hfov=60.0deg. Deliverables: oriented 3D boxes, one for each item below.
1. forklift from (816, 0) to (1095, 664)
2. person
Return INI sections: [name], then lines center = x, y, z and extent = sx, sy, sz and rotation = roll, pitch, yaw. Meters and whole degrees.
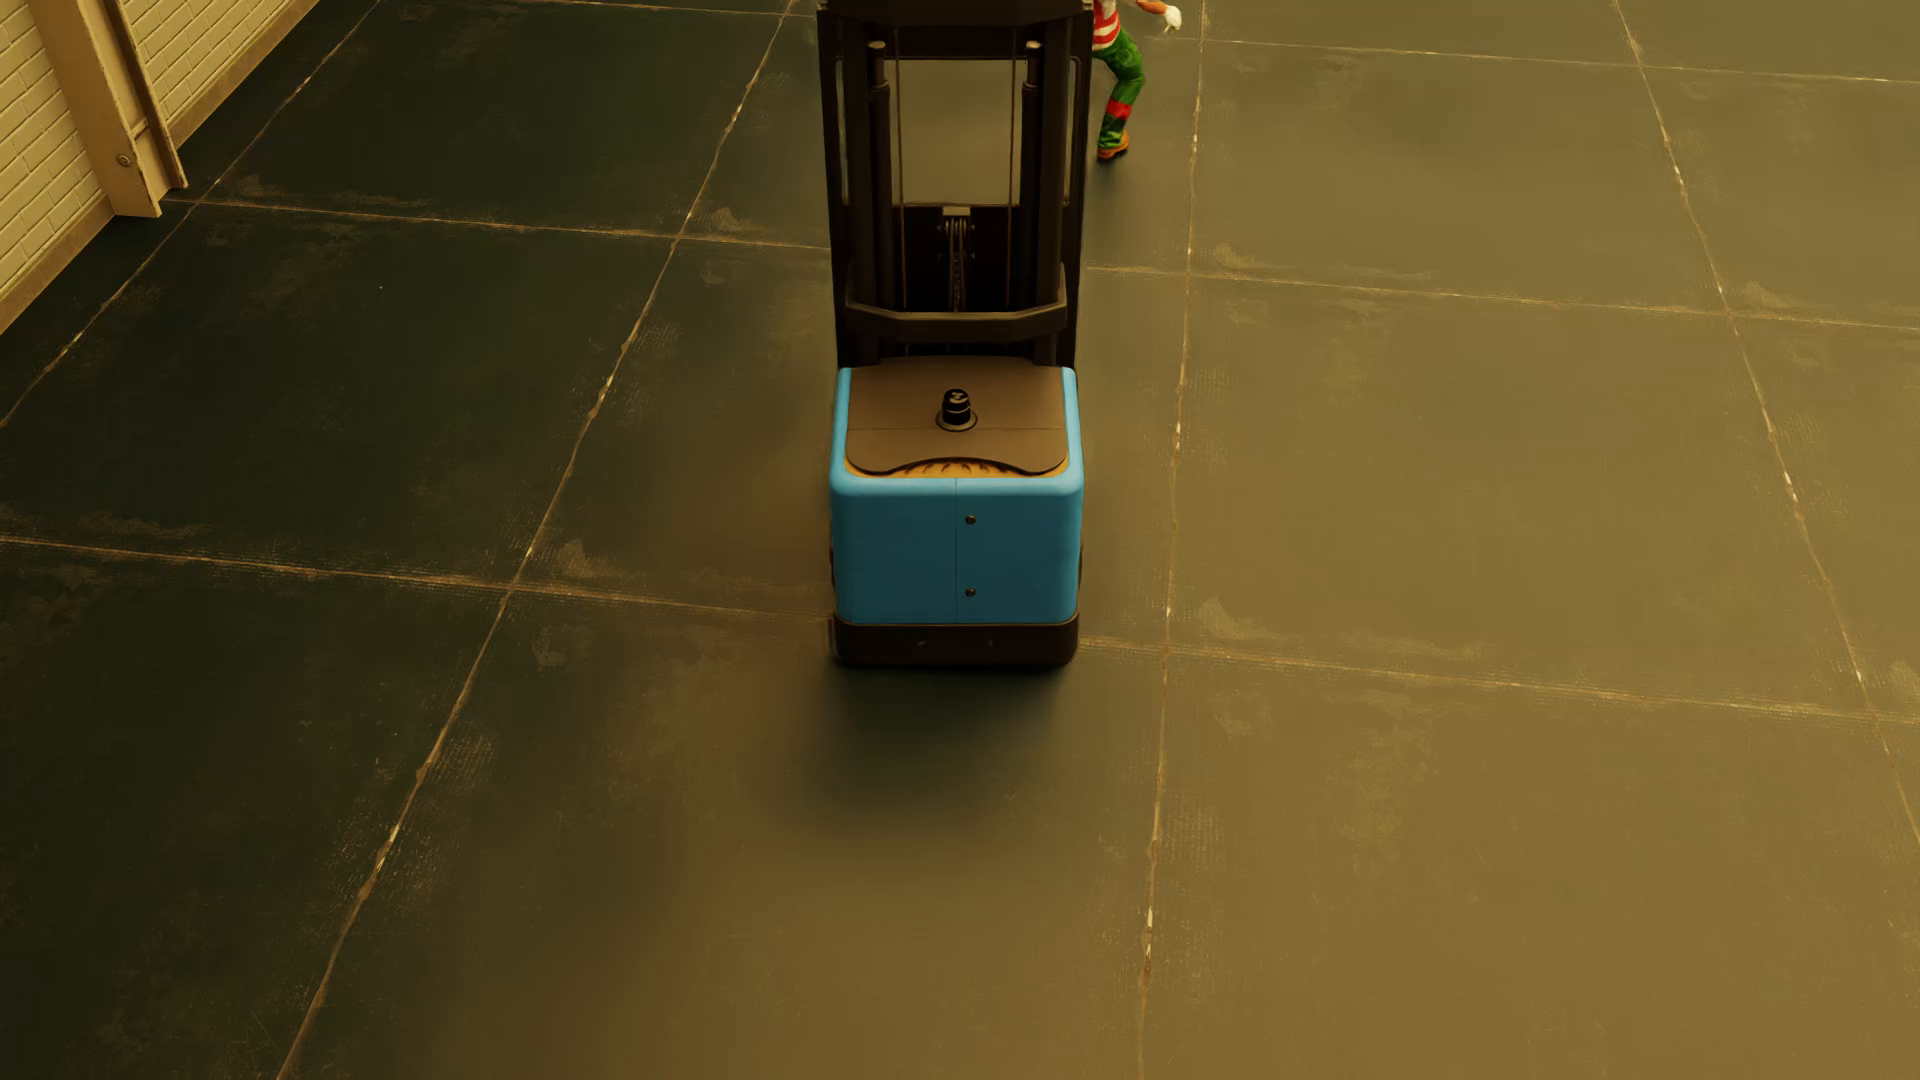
[forklift]
center = -0.019, -1.513, 7.371
extent = 1.130, 2.935, 3.031
rotation = 0, 43, 0
[person]
center = 0.866, -3.056, 10.013
extent = 0.916, 1.594, 0.853
rotation = 7, 43, 7
